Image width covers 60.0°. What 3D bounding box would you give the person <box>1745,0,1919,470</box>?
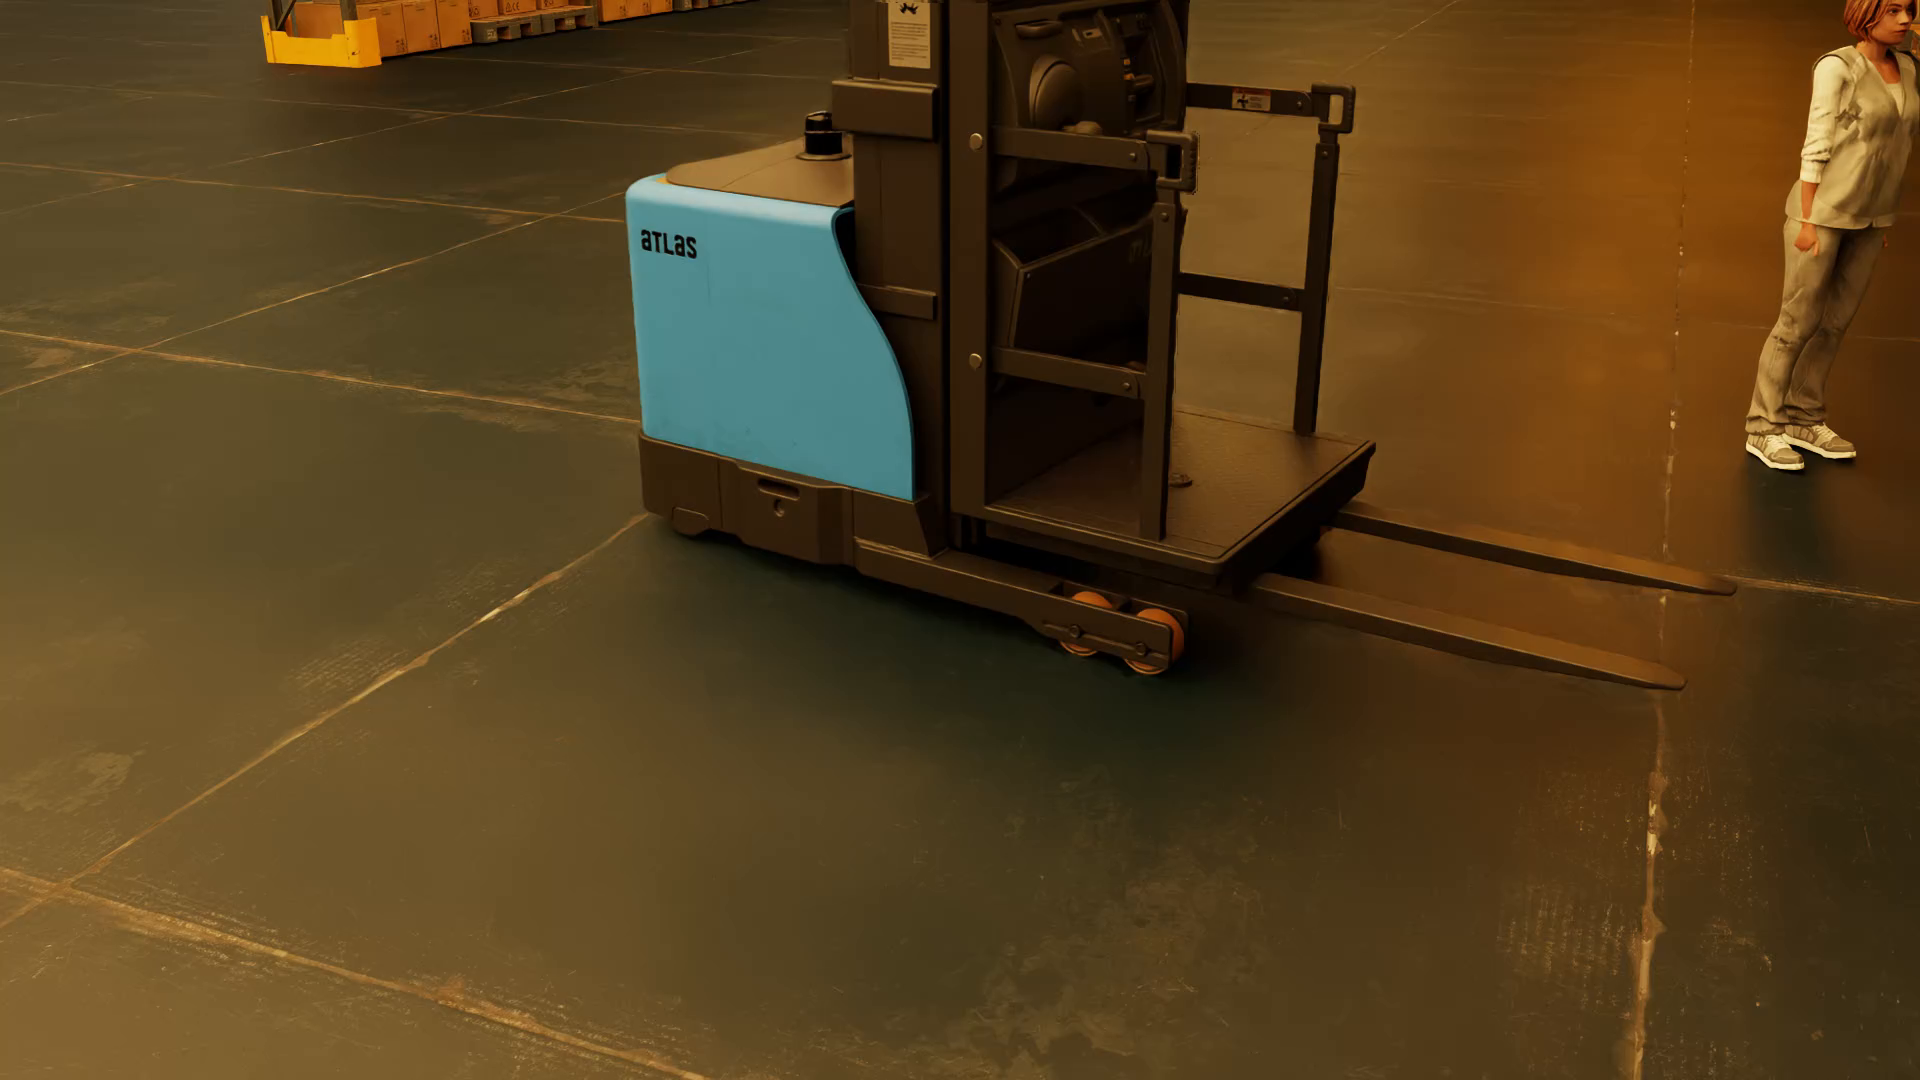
[{"bbox_3d":[2.920,-1.041,5.510,0.411,1.602,0.331,-10,25,-23],"label":"person"}]

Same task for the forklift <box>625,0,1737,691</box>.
[{"bbox_3d":[0.529,-1.240,4.259,3.031,2.935,1.130,14,27,30],"label":"forklift"}]
